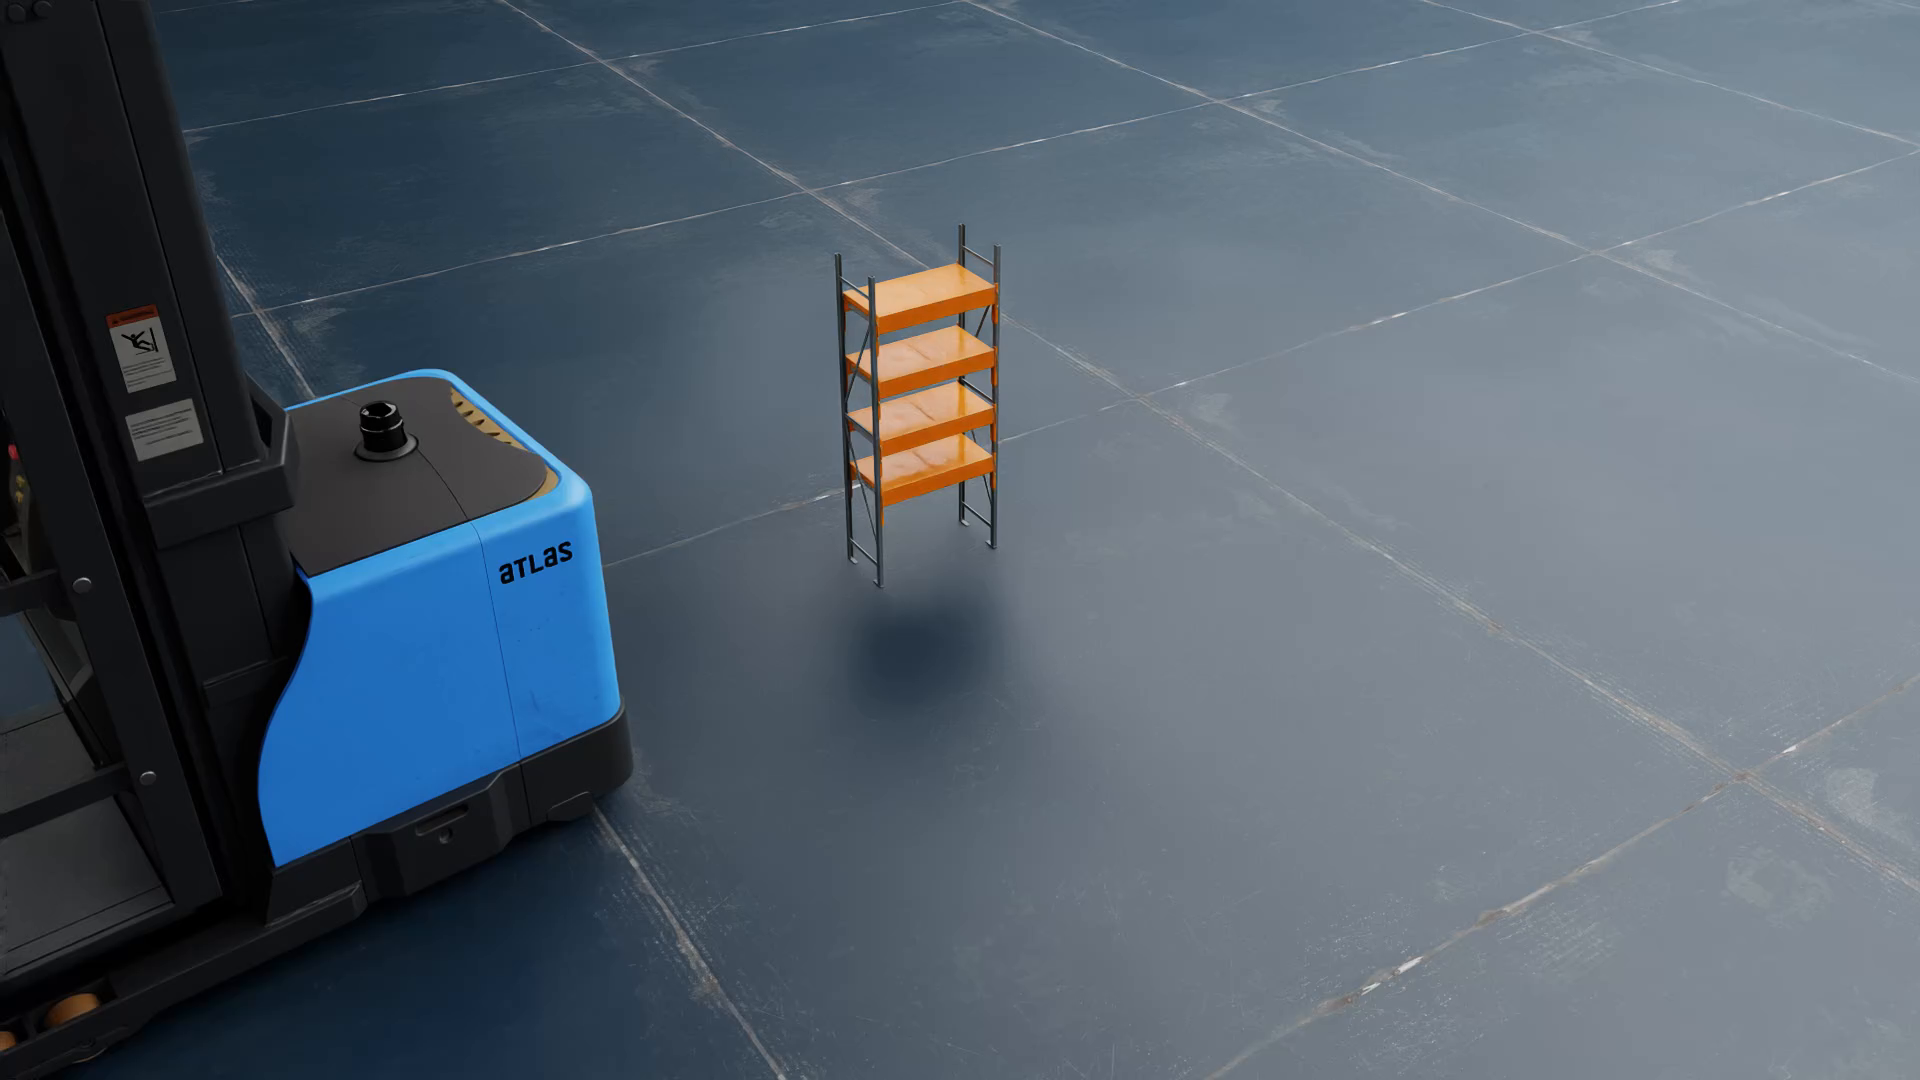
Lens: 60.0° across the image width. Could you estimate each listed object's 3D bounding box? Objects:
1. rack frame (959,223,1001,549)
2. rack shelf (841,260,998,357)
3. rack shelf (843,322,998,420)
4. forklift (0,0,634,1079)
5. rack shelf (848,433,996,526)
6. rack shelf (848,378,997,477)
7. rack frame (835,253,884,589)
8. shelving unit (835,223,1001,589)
[{"bbox_3d":[0.066,-0.530,5.966,0.015,1.200,0.240,-19,37,-27],"label":"rack frame"},{"bbox_3d":[-0.139,-0.792,5.644,0.480,0.148,0.258,-19,37,-27],"label":"rack shelf"},{"bbox_3d":[-0.139,-0.592,5.771,0.480,0.148,0.258,-19,37,-27],"label":"rack shelf"},{"bbox_3d":[-2.449,-0.185,3.796,3.031,2.935,1.130,-23,39,-32],"label":"forklift"},{"bbox_3d":[-0.139,-0.235,5.996,0.480,0.148,0.258,-19,37,-27],"label":"rack shelf"},{"bbox_3d":[-0.139,-0.403,5.890,0.480,0.148,0.258,-19,37,-27],"label":"rack shelf"},{"bbox_3d":[-0.344,-0.389,5.742,0.015,1.200,0.240,-19,37,-27],"label":"rack frame"},{"bbox_3d":[-0.139,-0.460,5.854,0.503,1.200,0.258,-19,37,-27],"label":"shelving unit"}]
